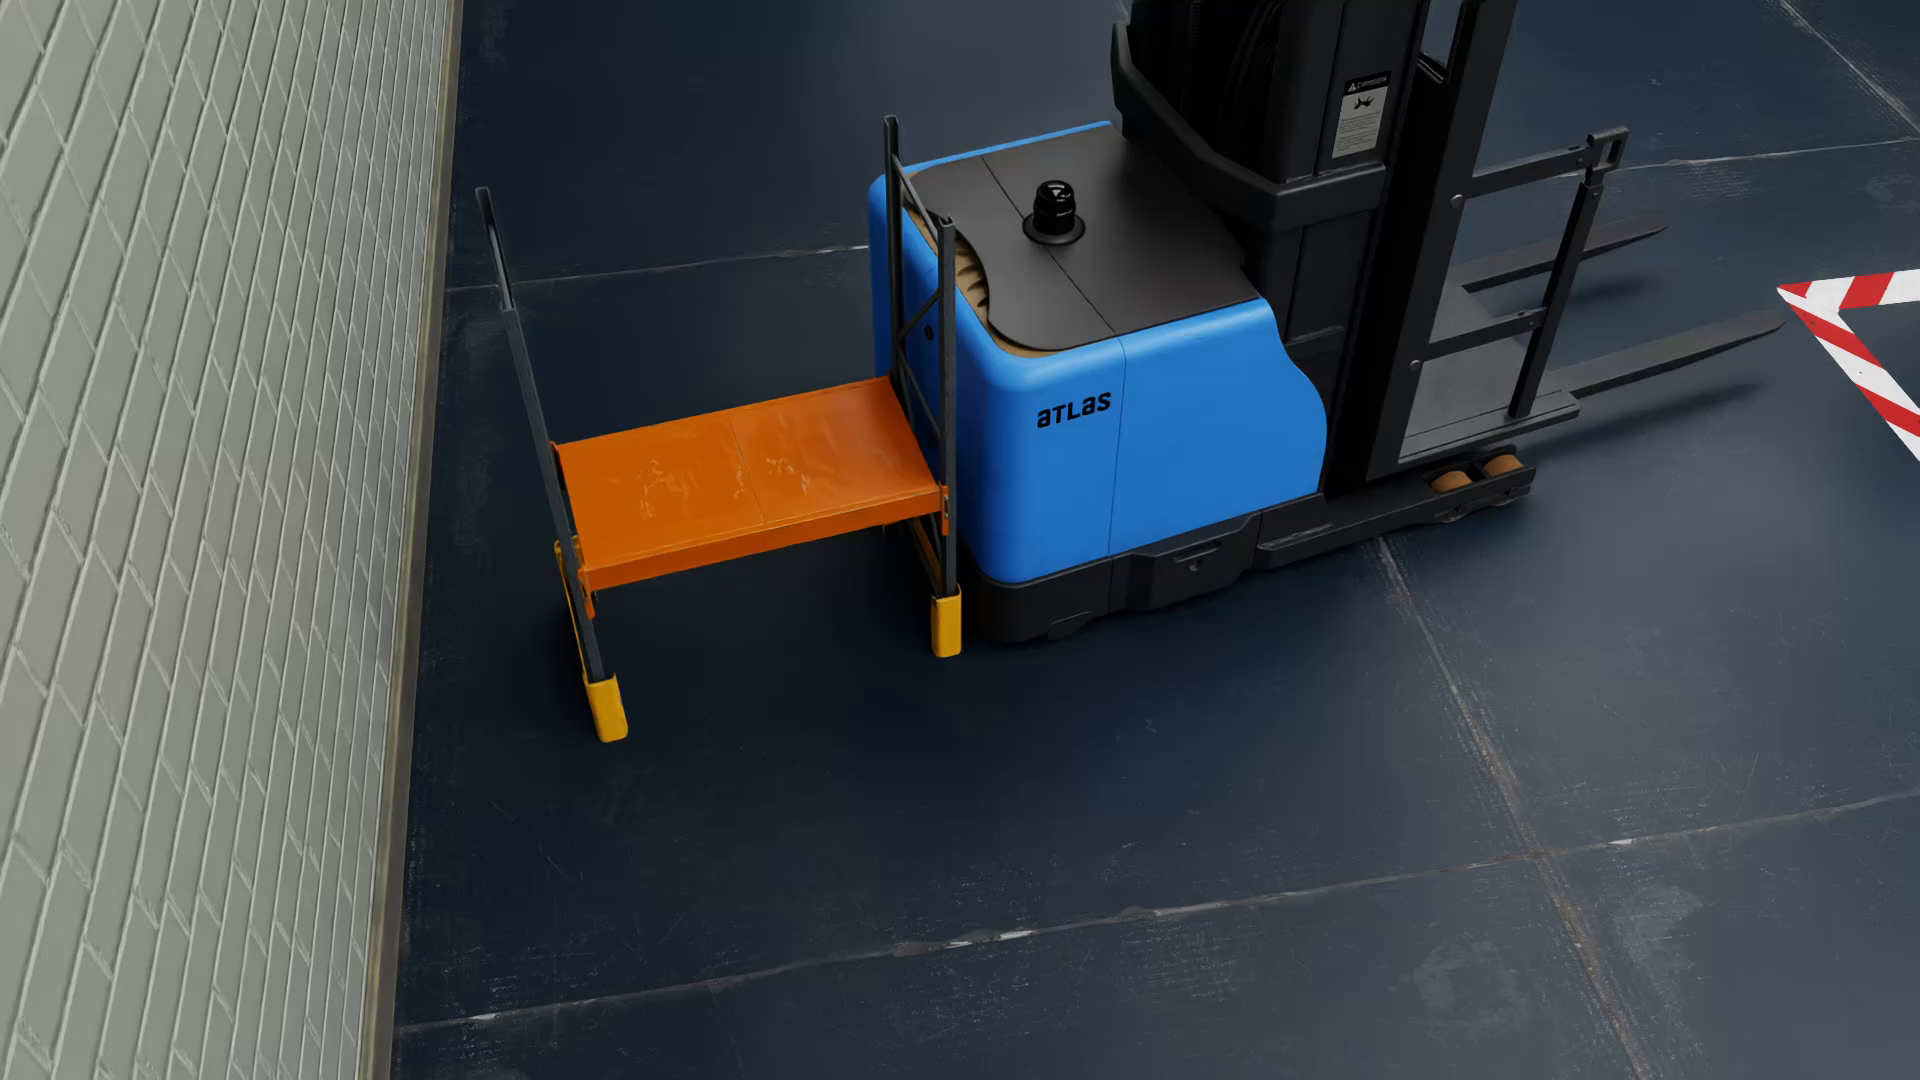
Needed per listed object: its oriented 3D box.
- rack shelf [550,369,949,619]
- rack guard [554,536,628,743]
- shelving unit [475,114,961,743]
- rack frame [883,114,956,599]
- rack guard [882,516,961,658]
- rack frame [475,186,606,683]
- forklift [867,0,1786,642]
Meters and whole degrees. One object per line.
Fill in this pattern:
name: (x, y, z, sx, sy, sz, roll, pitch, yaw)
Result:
rack shelf: (-0.586, -0.143, 4.596, 1.000, 0.185, 0.538, -13, 48, -12)
rack guard: (-1.067, 0.280, 4.807, 0.087, 0.250, 0.587, -13, 48, -12)
shelving unit: (-0.594, -0.265, 4.464, 1.083, 1.500, 0.587, -13, 48, -12)
rack frame: (-0.103, -0.382, 4.576, 0.032, 1.500, 0.500, -13, 48, -12)
rack guard: (-0.121, 0.056, 5.022, 0.087, 0.250, 0.587, -13, 48, -12)
rack frame: (-1.069, -0.153, 4.356, 0.032, 1.500, 0.500, -13, 48, -12)
forklift: (1.286, -1.410, 4.573, 3.031, 2.935, 1.130, -17, 48, -15)
